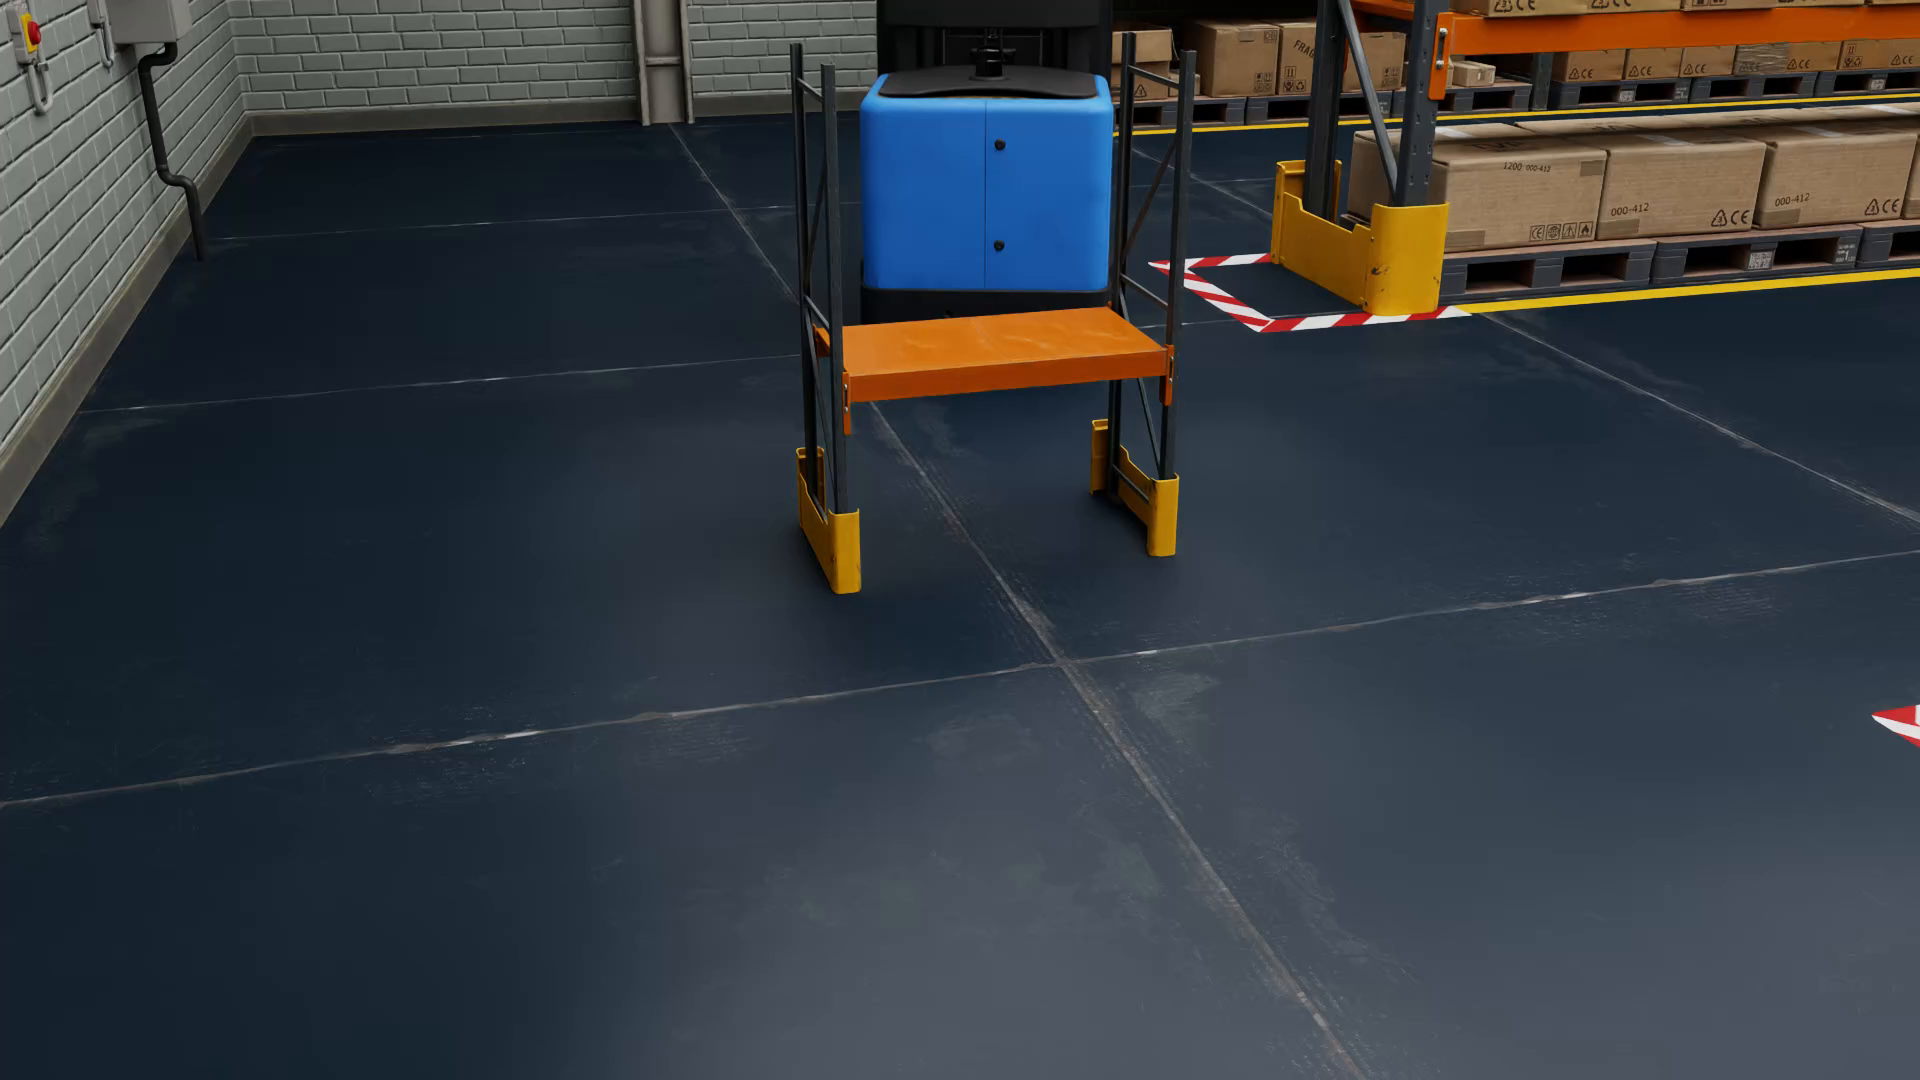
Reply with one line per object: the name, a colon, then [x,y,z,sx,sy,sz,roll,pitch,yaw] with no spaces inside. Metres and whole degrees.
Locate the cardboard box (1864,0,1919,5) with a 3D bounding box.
cardboard box: [4.439,-2.852,7.967,0.500,0.500,0.500,-7,24,-15]

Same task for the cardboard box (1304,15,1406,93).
cardboard box: [3.042,-3.787,12.910,0.500,0.500,0.700,-7,24,-16]

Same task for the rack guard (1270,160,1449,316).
rack guard: [1.916,-1.491,8.092,0.348,0.500,1.175,-6,24,-14]

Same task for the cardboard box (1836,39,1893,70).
cardboard box: [7.463,-4.247,13.982,0.500,0.500,0.500,-7,24,-15]

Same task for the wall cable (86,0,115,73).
wall cable: [-3.878,-3.037,7.236,0.122,1.984,0.588,-6,24,-14]

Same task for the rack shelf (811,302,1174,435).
rack shelf: [0.082,-0.533,5.046,1.000,0.185,0.538,-6,24,-14]

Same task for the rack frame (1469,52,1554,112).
rack frame: [4.446,-4.953,12.989,0.127,3.000,1.000,-6,24,-14]

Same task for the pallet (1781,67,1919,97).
pallet: [7.568,-4.032,14.380,1.213,0.211,1.003,-6,24,-14]

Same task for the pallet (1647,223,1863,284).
pallet: [3.860,-1.605,8.722,1.213,0.211,1.003,-6,24,-14]

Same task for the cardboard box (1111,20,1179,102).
cardboard box: [1.209,-3.602,12.473,0.637,0.503,0.797,-7,24,-16]

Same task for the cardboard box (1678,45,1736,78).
cardboard box: [5.964,-4.075,13.581,0.500,0.500,0.500,-7,24,-16]

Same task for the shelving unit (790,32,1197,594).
shelving unit: [0.073,-0.697,4.973,1.083,1.500,0.587,-6,24,-14]

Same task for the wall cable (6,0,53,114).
wall cable: [-3.484,-2.515,5.978,0.123,1.953,0.585,-6,24,-14]

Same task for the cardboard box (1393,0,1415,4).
cardboard box: [2.332,-2.841,7.939,0.500,0.500,0.500,-6,24,-14]

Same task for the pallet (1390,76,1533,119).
pallet: [3.784,-3.599,13.369,1.213,0.211,1.003,-6,24,-14]

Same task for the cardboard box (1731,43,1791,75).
cardboard box: [6.465,-4.128,13.704,0.500,0.500,0.500,-7,24,-16]

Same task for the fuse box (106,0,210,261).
fuse box: [-3.911,-2.254,8.334,0.414,1.711,0.539,-6,24,-14]

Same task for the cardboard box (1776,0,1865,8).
cardboard box: [3.930,-2.802,7.850,0.500,0.500,0.500,-6,24,-13]

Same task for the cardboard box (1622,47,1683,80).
cardboard box: [5.482,-4.024,13.461,0.500,0.500,0.500,-7,24,-15]

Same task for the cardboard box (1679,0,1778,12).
cardboard box: [3.453,-2.743,7.711,0.500,0.500,0.500,-6,24,-15]

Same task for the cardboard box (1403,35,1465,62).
cardboard box: [3.746,-3.930,13.481,0.500,0.311,0.500,-5,24,-12]

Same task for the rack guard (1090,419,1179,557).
rack guard: [0.553,-0.176,5.343,0.087,0.250,0.587,-6,24,-14]

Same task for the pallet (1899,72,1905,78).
pallet: [9.100,-4.170,14.702,1.213,0.211,1.003,-6,24,-14]

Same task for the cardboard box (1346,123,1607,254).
cardboard box: [2.547,-1.767,8.280,0.875,0.438,0.875,-7,24,-16]

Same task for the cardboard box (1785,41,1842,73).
cardboard box: [6.960,-4.191,13.850,0.500,0.500,0.500,-5,24,-12]

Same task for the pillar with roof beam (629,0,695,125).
pillar with roof beam: [-1.082,-5.704,7.132,0.400,9.000,9.100,-6,24,-14]

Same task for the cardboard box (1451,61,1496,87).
cardboard box: [3.989,-3.665,13.070,0.250,0.149,0.380,-7,24,-16]

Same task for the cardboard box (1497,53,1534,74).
cardboard box: [4.839,-4.162,13.783,0.500,0.500,0.500,-6,24,-15]

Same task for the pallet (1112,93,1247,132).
pallet: [1.435,-3.339,12.764,1.213,0.211,1.003,-6,24,-14]

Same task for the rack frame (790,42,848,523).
rack frame: [-0.407,-0.644,4.849,0.032,1.500,0.500,-6,24,-14]

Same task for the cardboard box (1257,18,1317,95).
cardboard box: [2.578,-3.695,12.695,0.500,0.500,0.500,-6,24,-13]

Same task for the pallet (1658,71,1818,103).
pallet: [6.395,-3.904,14.080,1.213,0.211,1.003,-6,24,-14]

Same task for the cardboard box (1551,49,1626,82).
cardboard box: [4.972,-3.963,13.320,0.500,0.500,0.500,-5,24,-12]

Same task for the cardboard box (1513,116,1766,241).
cardboard box: [3.426,-1.867,8.514,0.875,0.438,0.875,-6,24,-13]

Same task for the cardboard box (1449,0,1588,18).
cardboard box: [2.479,-2.631,7.450,0.500,0.500,0.500,-7,24,-15]

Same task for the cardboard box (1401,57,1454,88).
cardboard box: [3.645,-3.681,12.959,0.258,0.266,0.396,-5,24,-12]

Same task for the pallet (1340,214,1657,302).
pallet: [2.688,-1.476,8.423,1.213,0.211,1.003,-6,24,-14]

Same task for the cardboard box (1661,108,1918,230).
cardboard box: [4.295,-1.963,8.737,0.875,0.438,0.875,-7,24,-16]

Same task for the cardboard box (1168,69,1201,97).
cardboard box: [1.628,-3.469,12.614,0.250,0.149,0.380,-7,24,-16]

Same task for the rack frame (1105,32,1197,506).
rack frame: [0.572,-0.752,5.102,0.032,1.500,0.500,-6,24,-14]

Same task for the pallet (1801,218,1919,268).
pallet: [5.037,-1.736,9.028,1.213,0.211,1.003,-6,24,-14]

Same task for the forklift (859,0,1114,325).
forklift: [0.171,-2.685,7.790,1.130,2.935,3.031,1,23,2]

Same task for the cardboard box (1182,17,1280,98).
cardboard box: [2.042,-3.677,12.652,0.500,0.500,0.700,-5,24,-12]

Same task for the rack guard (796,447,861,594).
rack guard: [-0.406,-0.070,5.096,0.087,0.250,0.587,-6,24,-14]

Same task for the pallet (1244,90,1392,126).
pallet: [2.607,-3.467,13.063,1.213,0.211,1.003,-6,24,-14]

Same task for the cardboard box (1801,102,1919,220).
cardboard box: [5.157,-2.058,8.960,0.875,0.438,0.875,-7,24,-15]

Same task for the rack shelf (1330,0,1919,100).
rack shelf: [3.864,-2.525,8.243,4.000,0.370,1.077,-6,24,-14]

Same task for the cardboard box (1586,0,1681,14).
cardboard box: [2.958,-2.695,7.601,0.500,0.500,0.500,-7,24,-15]

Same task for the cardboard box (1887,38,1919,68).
cardboard box: [7.948,-4.297,14.097,0.500,0.500,0.500,-6,24,-13]

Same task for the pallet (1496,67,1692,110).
pallet: [5.219,-3.772,13.774,1.213,0.211,1.003,-6,24,-14]

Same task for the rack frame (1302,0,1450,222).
rack frame: [1.939,-2.643,7.605,0.127,3.000,1.000,-6,24,-14]
